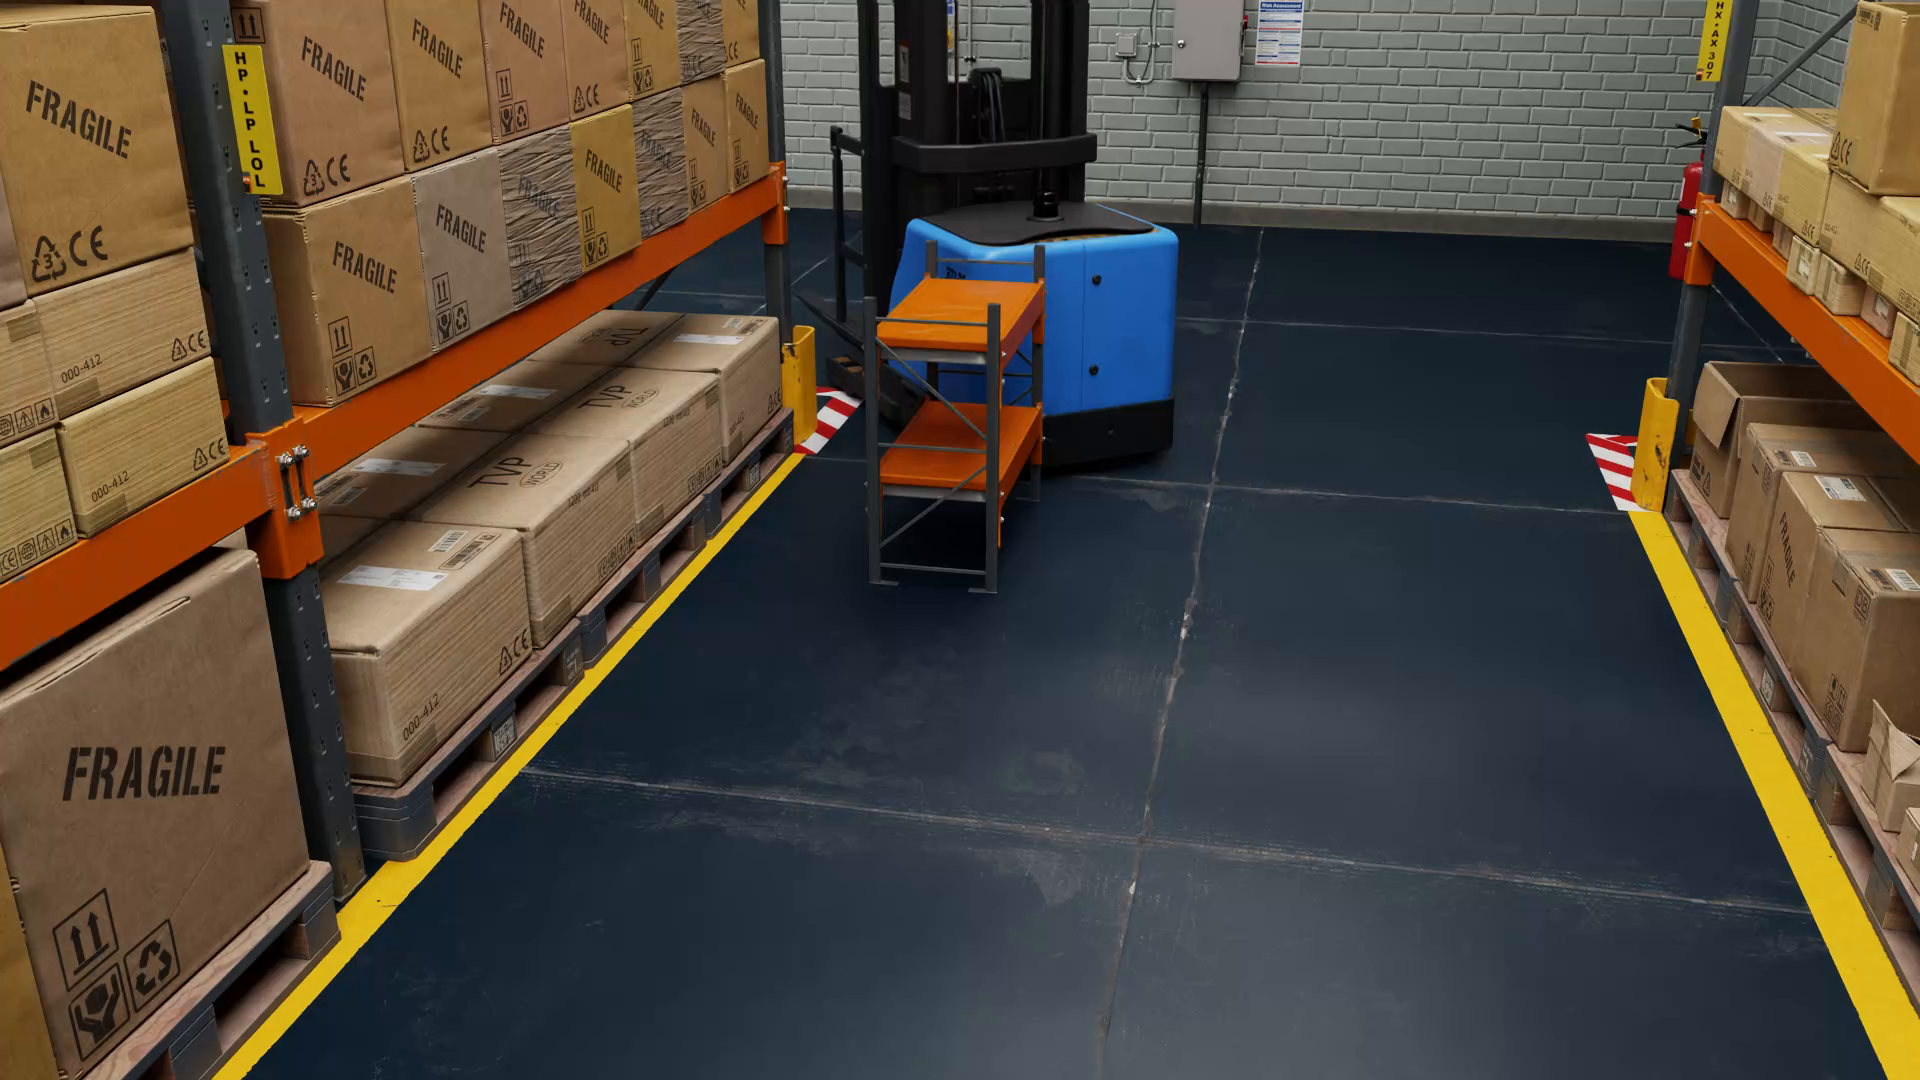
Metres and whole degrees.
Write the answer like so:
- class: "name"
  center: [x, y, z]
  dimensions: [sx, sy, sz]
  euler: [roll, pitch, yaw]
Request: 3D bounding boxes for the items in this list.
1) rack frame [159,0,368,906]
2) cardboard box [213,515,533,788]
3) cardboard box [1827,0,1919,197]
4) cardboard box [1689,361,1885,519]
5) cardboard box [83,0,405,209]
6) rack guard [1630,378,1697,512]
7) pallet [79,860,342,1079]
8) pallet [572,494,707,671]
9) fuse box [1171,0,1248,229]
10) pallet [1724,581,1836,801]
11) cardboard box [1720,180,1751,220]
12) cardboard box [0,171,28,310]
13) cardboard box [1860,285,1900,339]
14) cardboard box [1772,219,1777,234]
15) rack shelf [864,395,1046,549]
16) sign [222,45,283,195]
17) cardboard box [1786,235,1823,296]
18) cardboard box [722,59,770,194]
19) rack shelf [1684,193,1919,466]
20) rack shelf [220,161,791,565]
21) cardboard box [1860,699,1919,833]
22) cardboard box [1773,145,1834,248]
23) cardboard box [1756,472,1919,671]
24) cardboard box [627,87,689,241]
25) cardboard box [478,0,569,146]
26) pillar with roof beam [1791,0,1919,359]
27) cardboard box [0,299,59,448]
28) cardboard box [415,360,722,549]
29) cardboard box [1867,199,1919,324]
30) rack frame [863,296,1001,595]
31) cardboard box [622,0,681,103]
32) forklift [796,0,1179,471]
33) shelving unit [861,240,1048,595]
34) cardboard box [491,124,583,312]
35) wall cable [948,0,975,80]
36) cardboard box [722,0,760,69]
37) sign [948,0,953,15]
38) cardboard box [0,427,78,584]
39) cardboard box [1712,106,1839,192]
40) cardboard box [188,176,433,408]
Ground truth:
- class: "rack frame"
  center: [-2.121, -0.477, 4.022]
  dimensions: [1.000, 3.000, 0.127]
  euler: [4, 22, 11]
- class: "cardboard box"
  center: [-1.888, 0.295, 4.972]
  dimensions: [0.875, 0.438, 0.875]
  euler: [4, 22, 10]
- class: "cardboard box"
  center: [2.893, -1.285, 4.828]
  dimensions: [0.500, 0.500, 0.500]
  euler: [5, 22, 12]
- class: "cardboard box"
  center: [3.338, -0.383, 6.569]
  dimensions: [0.797, 0.503, 0.637]
  euler: [4, 22, 9]
- class: "cardboard box"
  center: [-1.787, -1.143, 4.204]
  dimensions: [0.500, 0.500, 0.500]
  euler: [5, 22, 11]
- class: "rack guard"
  center: [3.540, -0.375, 7.117]
  dimensions: [1.175, 0.500, 0.348]
  euler: [4, 22, 11]
- class: "pallet"
  center: [-2.205, 1.105, 3.828]
  dimensions: [1.003, 0.211, 1.213]
  euler: [4, 22, 11]
- class: "pallet"
  center: [-1.642, 0.097, 6.330]
  dimensions: [1.003, 0.211, 1.213]
  euler: [4, 22, 11]
- class: "fuse box"
  center: [1.850, -3.193, 12.490]
  dimensions: [0.539, 1.711, 0.414]
  euler: [4, 22, 11]
- class: "pallet"
  center: [3.127, 0.495, 5.342]
  dimensions: [1.003, 0.211, 1.213]
  euler: [4, 22, 11]
- class: "cardboard box"
  center: [3.220, -1.347, 6.519]
  dimensions: [0.380, 0.149, 0.250]
  euler: [4, 22, 11]
- class: "cardboard box"
  center: [-2.065, -0.615, 2.892]
  dimensions: [0.500, 0.500, 0.500]
  euler: [5, 22, 12]
- class: "cardboard box"
  center: [2.889, -0.682, 4.868]
  dimensions: [0.380, 0.149, 0.250]
  euler: [4, 22, 11]
- class: "cardboard box"
  center: [3.193, -1.152, 6.034]
  dimensions: [0.380, 0.149, 0.250]
  euler: [4, 22, 10]
- class: "rack shelf"
  center: [0.001, -0.297, 6.741]
  dimensions: [0.538, 0.278, 1.000]
  euler: [4, 22, 11]
- class: "sign"
  center: [-1.588, -0.939, 3.727]
  dimensions: [0.100, 0.325, 0.005]
  euler: [4, 22, 11]
- class: "cardboard box"
  center: [2.908, -0.880, 5.359]
  dimensions: [0.380, 0.149, 0.250]
  euler: [4, 22, 9]
- class: "cardboard box"
  center: [-1.144, -1.790, 7.148]
  dimensions: [0.500, 0.500, 0.500]
  euler: [5, 22, 11]
- class: "rack shelf"
  center: [3.147, -0.498, 5.037]
  dimensions: [1.077, 0.370, 4.000]
  euler: [4, 22, 11]
- class: "rack shelf"
  center: [-1.713, -0.875, 5.973]
  dimensions: [1.077, 0.370, 4.000]
  euler: [4, 22, 11]
- class: "cardboard box"
  center: [2.638, 0.617, 4.404]
  dimensions: [0.396, 0.266, 0.258]
  euler: [5, 23, 13]
- class: "cardboard box"
  center: [2.996, -1.116, 5.411]
  dimensions: [0.500, 0.250, 0.500]
  euler: [4, 22, 10]
- class: "cardboard box"
  center: [2.919, 0.114, 5.340]
  dimensions: [0.500, 0.500, 0.500]
  euler: [5, 22, 12]
- class: "cardboard box"
  center: [-1.357, -1.418, 6.226]
  dimensions: [0.500, 0.500, 0.500]
  euler: [5, 22, 12]
- class: "cardboard box"
  center: [-1.562, -1.513, 5.124]
  dimensions: [0.500, 0.500, 0.500]
  euler: [5, 22, 12]
- class: "pillar with roof beam"
  center: [0.773, -5.591, 8.691]
  dimensions: [9.100, 9.000, 0.400]
  euler: [4, 22, 11]
- class: "cardboard box"
  center: [-2.068, -0.276, 3.055]
  dimensions: [0.500, 0.250, 0.500]
  euler: [5, 22, 12]
- class: "cardboard box"
  center: [-1.520, -0.362, 6.604]
  dimensions: [0.875, 0.438, 0.875]
  euler: [5, 22, 12]
- class: "cardboard box"
  center: [2.807, -0.739, 4.475]
  dimensions: [0.500, 0.250, 0.500]
  euler: [4, 22, 11]
- class: "rack frame"
  center: [-0.102, -0.338, 6.188]
  dimensions: [0.500, 1.125, 0.032]
  euler: [4, 22, 11]
- class: "cardboard box"
  center: [-1.352, -1.881, 6.038]
  dimensions: [0.500, 0.500, 0.500]
  euler: [4, 22, 11]
- class: "forklift"
  center: [-0.063, -2.161, 8.296]
  dimensions: [1.130, 2.935, 3.031]
  euler: [-9, 24, -22]
- class: "shelving unit"
  center: [0.001, -0.524, 6.650]
  dimensions: [0.538, 1.125, 1.048]
  euler: [4, 22, 11]
- class: "cardboard box"
  center: [-1.554, -1.040, 5.287]
  dimensions: [0.500, 0.500, 0.500]
  euler: [5, 22, 11]
- class: "wall cable"
  center: [-0.177, -4.490, 12.584]
  dimensions: [0.585, 1.953, 0.123]
  euler: [4, 22, 11]
- class: "cardboard box"
  center: [-1.170, -2.255, 6.966]
  dimensions: [0.500, 0.500, 0.500]
  euler: [5, 23, 13]
- class: "sign"
  center: [-0.212, -4.155, 12.794]
  dimensions: [0.327, 0.218, 0.001]
  euler: [4, 22, 11]
- class: "cardboard box"
  center: [-2.071, -0.038, 3.133]
  dimensions: [0.500, 0.250, 0.500]
  euler: [4, 22, 10]
- class: "cardboard box"
  center: [3.199, -1.486, 6.330]
  dimensions: [0.500, 0.250, 0.500]
  euler: [5, 22, 11]
- class: "cardboard box"
  center: [-1.769, -0.675, 4.380]
  dimensions: [0.500, 0.500, 0.500]
  euler: [5, 23, 13]
